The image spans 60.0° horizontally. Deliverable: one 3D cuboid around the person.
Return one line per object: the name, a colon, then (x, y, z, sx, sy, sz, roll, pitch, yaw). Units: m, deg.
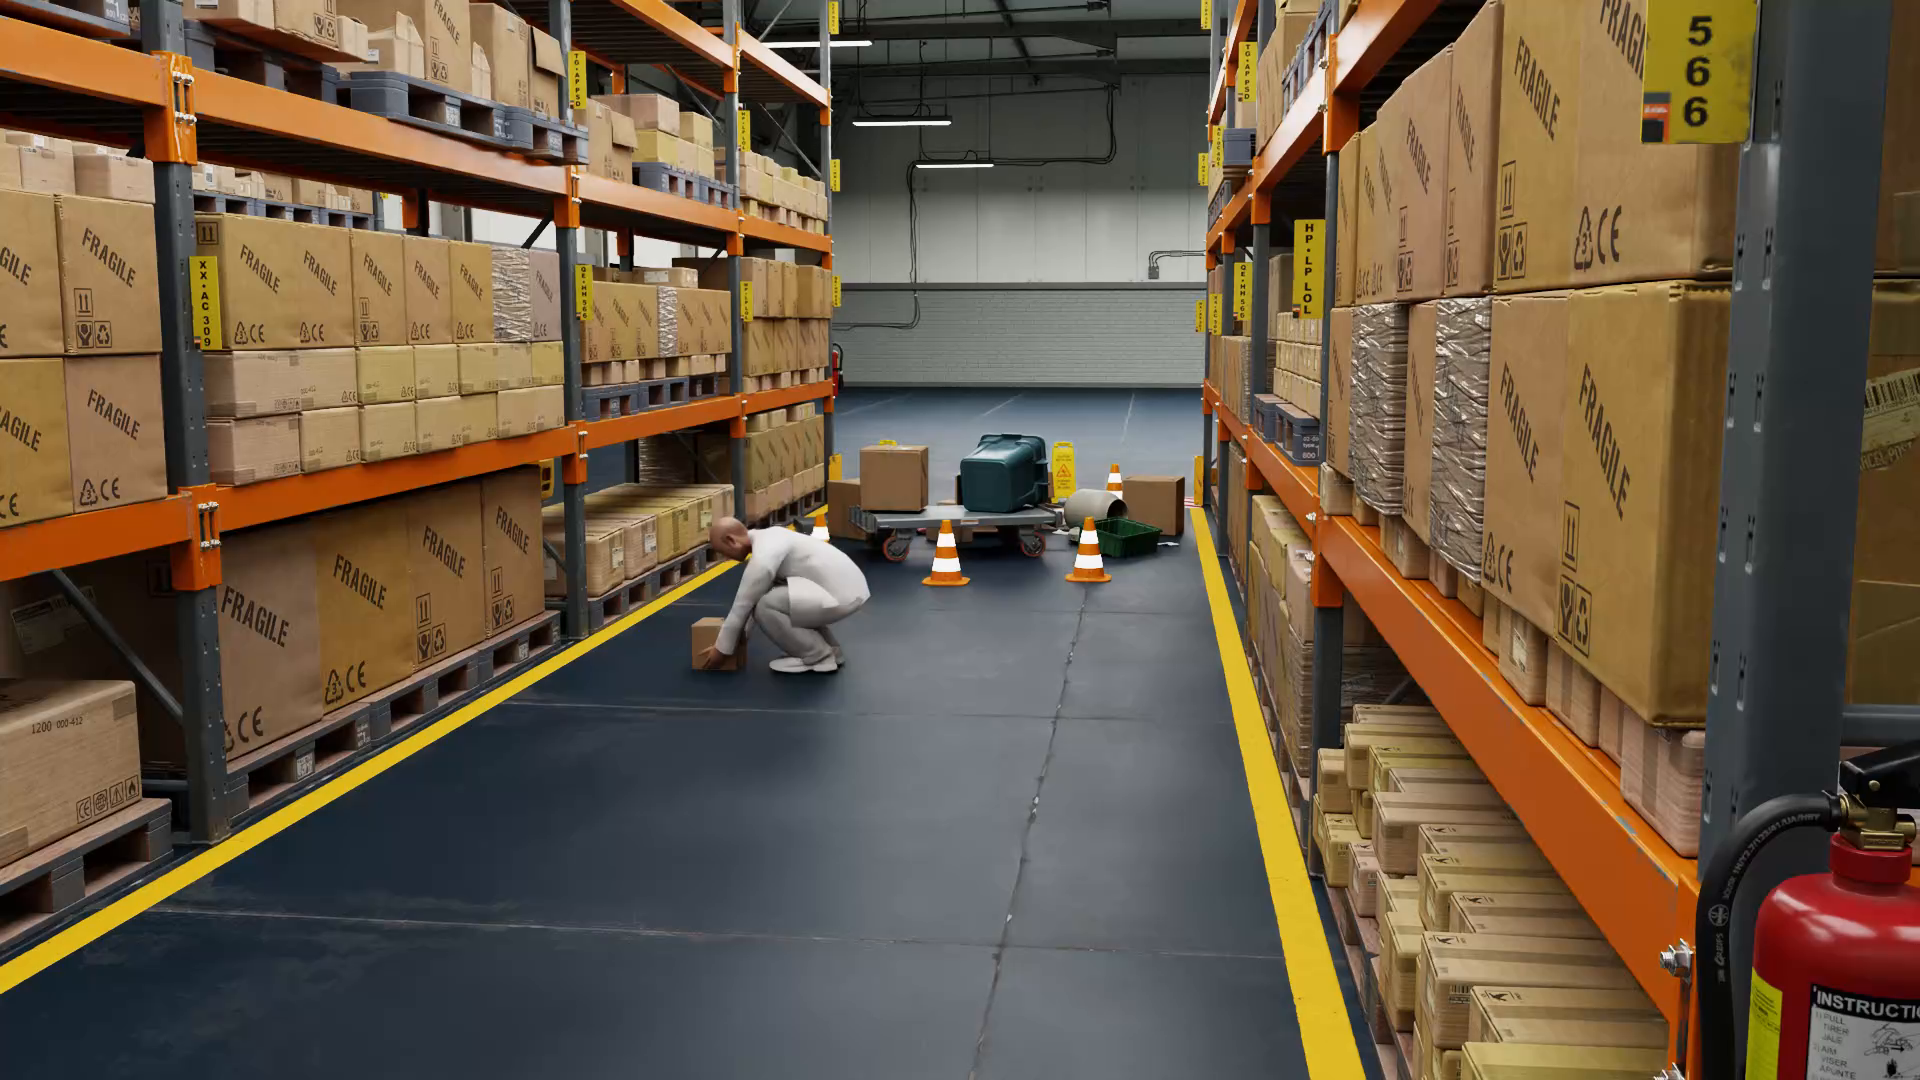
person: (-0.968, 0.304, 9.206, 0.935, 0.878, 0.587, 1, 7, 6)
